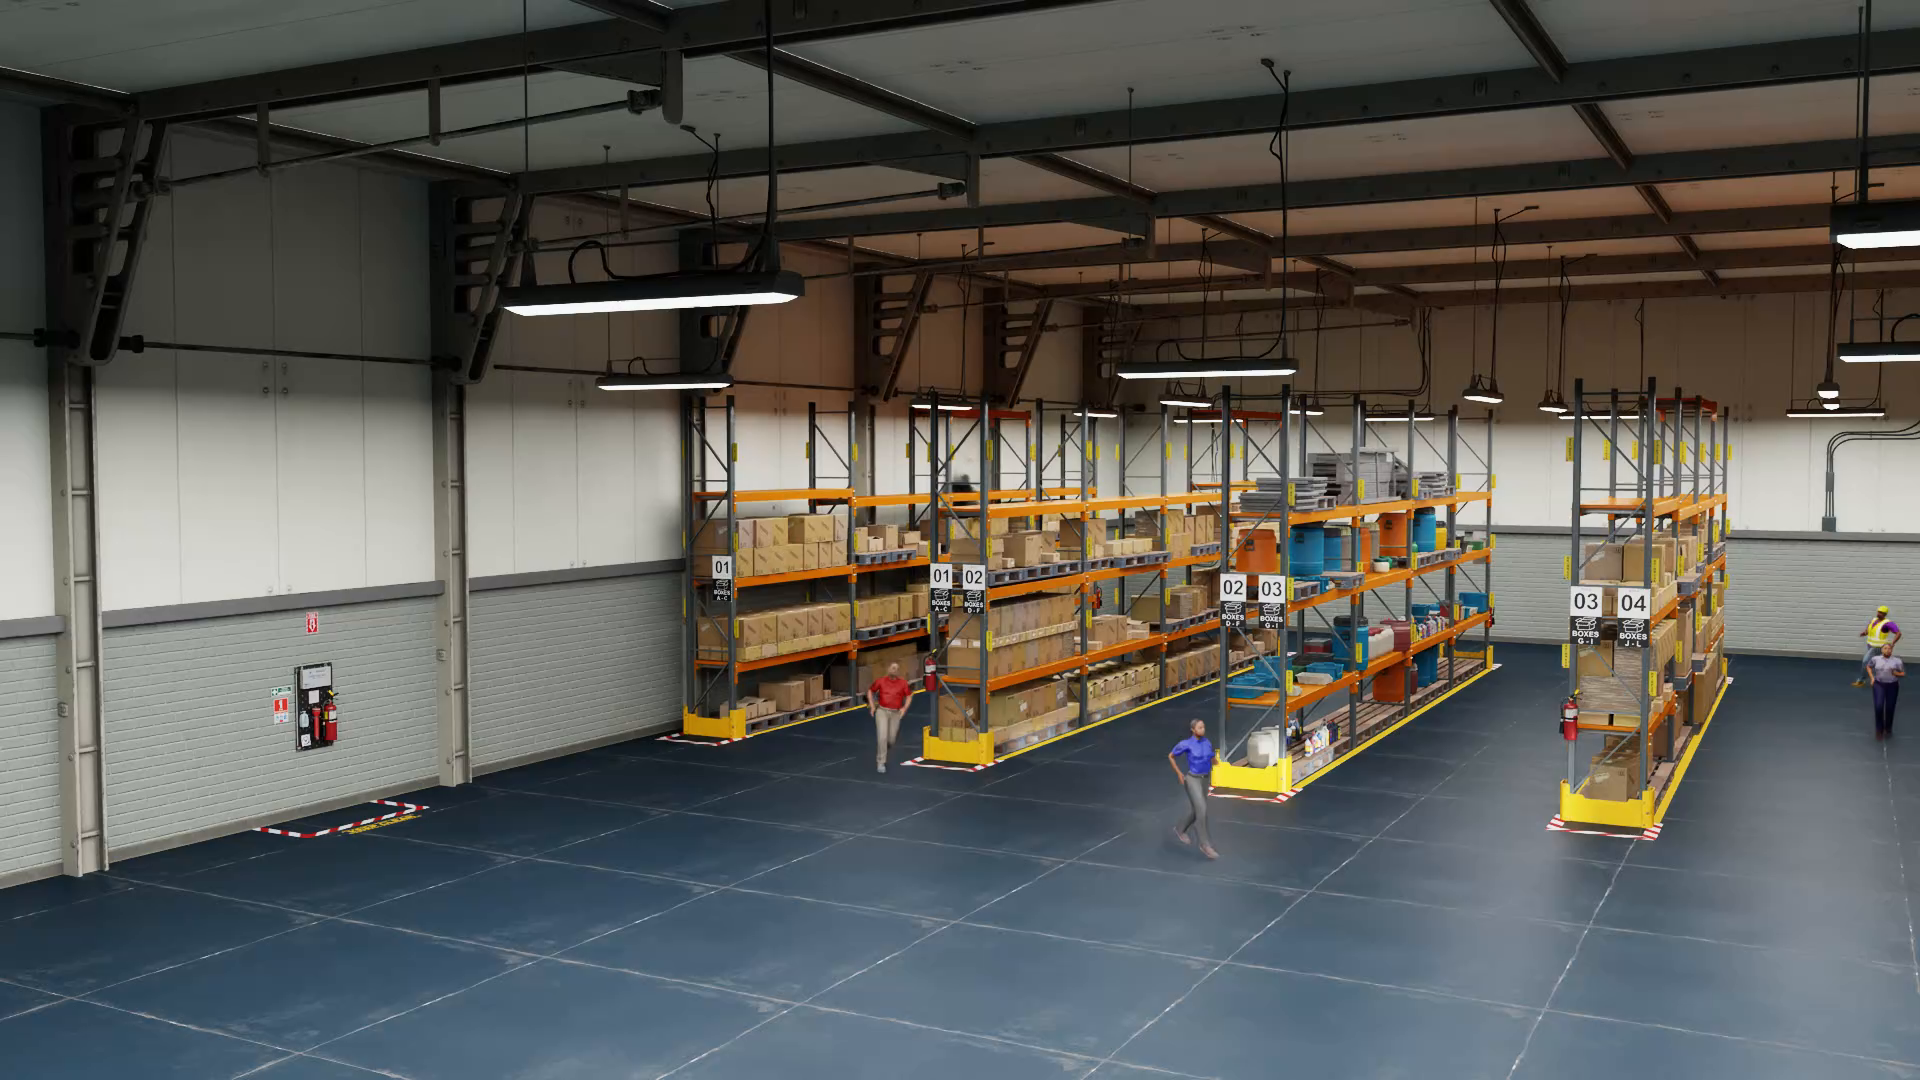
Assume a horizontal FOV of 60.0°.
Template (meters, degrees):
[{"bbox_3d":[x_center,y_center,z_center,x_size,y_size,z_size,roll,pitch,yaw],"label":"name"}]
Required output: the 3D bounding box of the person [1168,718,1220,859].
[{"bbox_3d":[2.958,3.064,20.761,0.560,1.682,0.867,-2,4,-38],"label":"person"}]

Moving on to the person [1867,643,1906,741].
[{"bbox_3d":[16.216,2.645,29.122,0.587,1.703,0.713,1,3,24],"label":"person"}]

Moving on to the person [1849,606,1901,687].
[{"bbox_3d":[19.392,2.262,35.295,0.898,1.751,0.752,0,3,-1],"label":"person"}]

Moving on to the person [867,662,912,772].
[{"bbox_3d":[-1.110,2.784,26.379,0.709,1.698,0.679,-1,3,-10],"label":"person"}]
